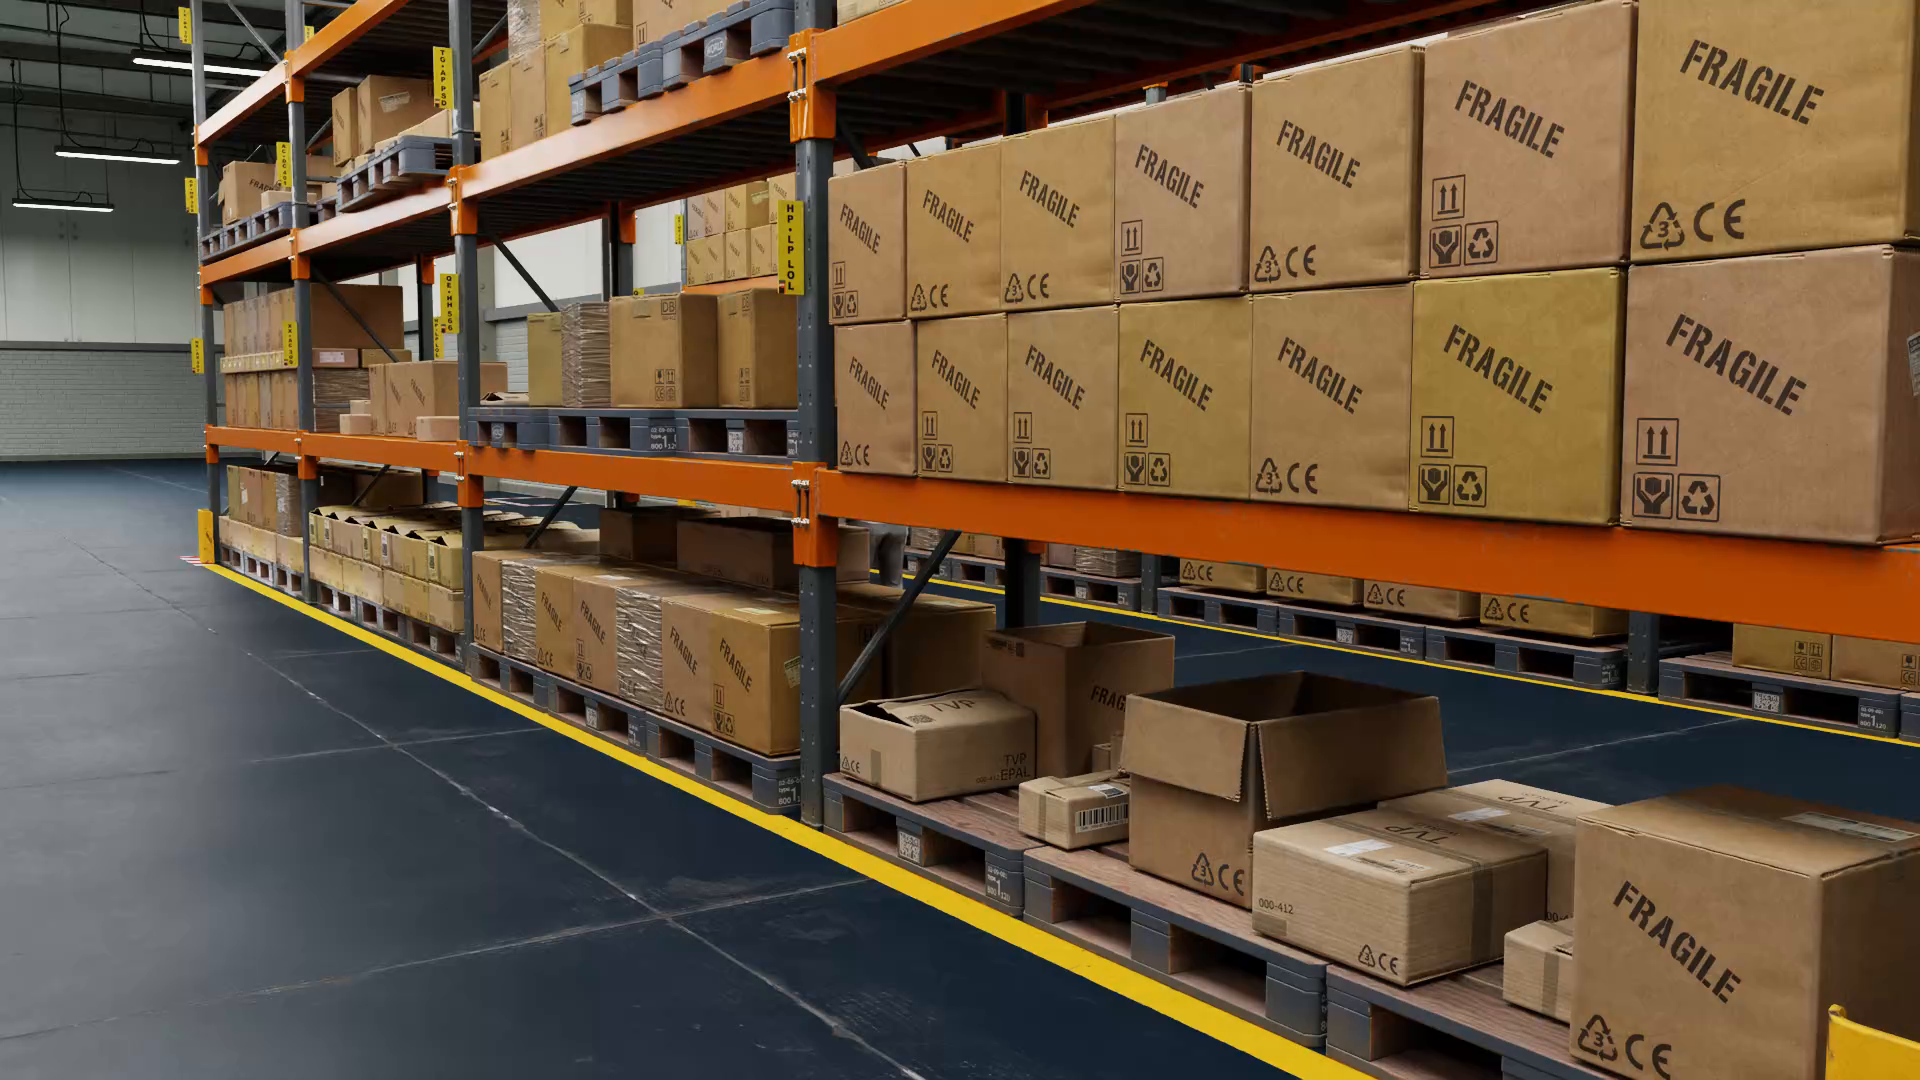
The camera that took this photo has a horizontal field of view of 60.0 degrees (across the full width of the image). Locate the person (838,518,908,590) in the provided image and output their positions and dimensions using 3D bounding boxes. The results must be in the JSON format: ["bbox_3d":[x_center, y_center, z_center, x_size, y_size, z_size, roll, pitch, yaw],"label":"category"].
[{"bbox_3d":[-0.493,-0.073,9.439,0.541,1.661,0.374,-4,6,-37],"label":"person"}]
